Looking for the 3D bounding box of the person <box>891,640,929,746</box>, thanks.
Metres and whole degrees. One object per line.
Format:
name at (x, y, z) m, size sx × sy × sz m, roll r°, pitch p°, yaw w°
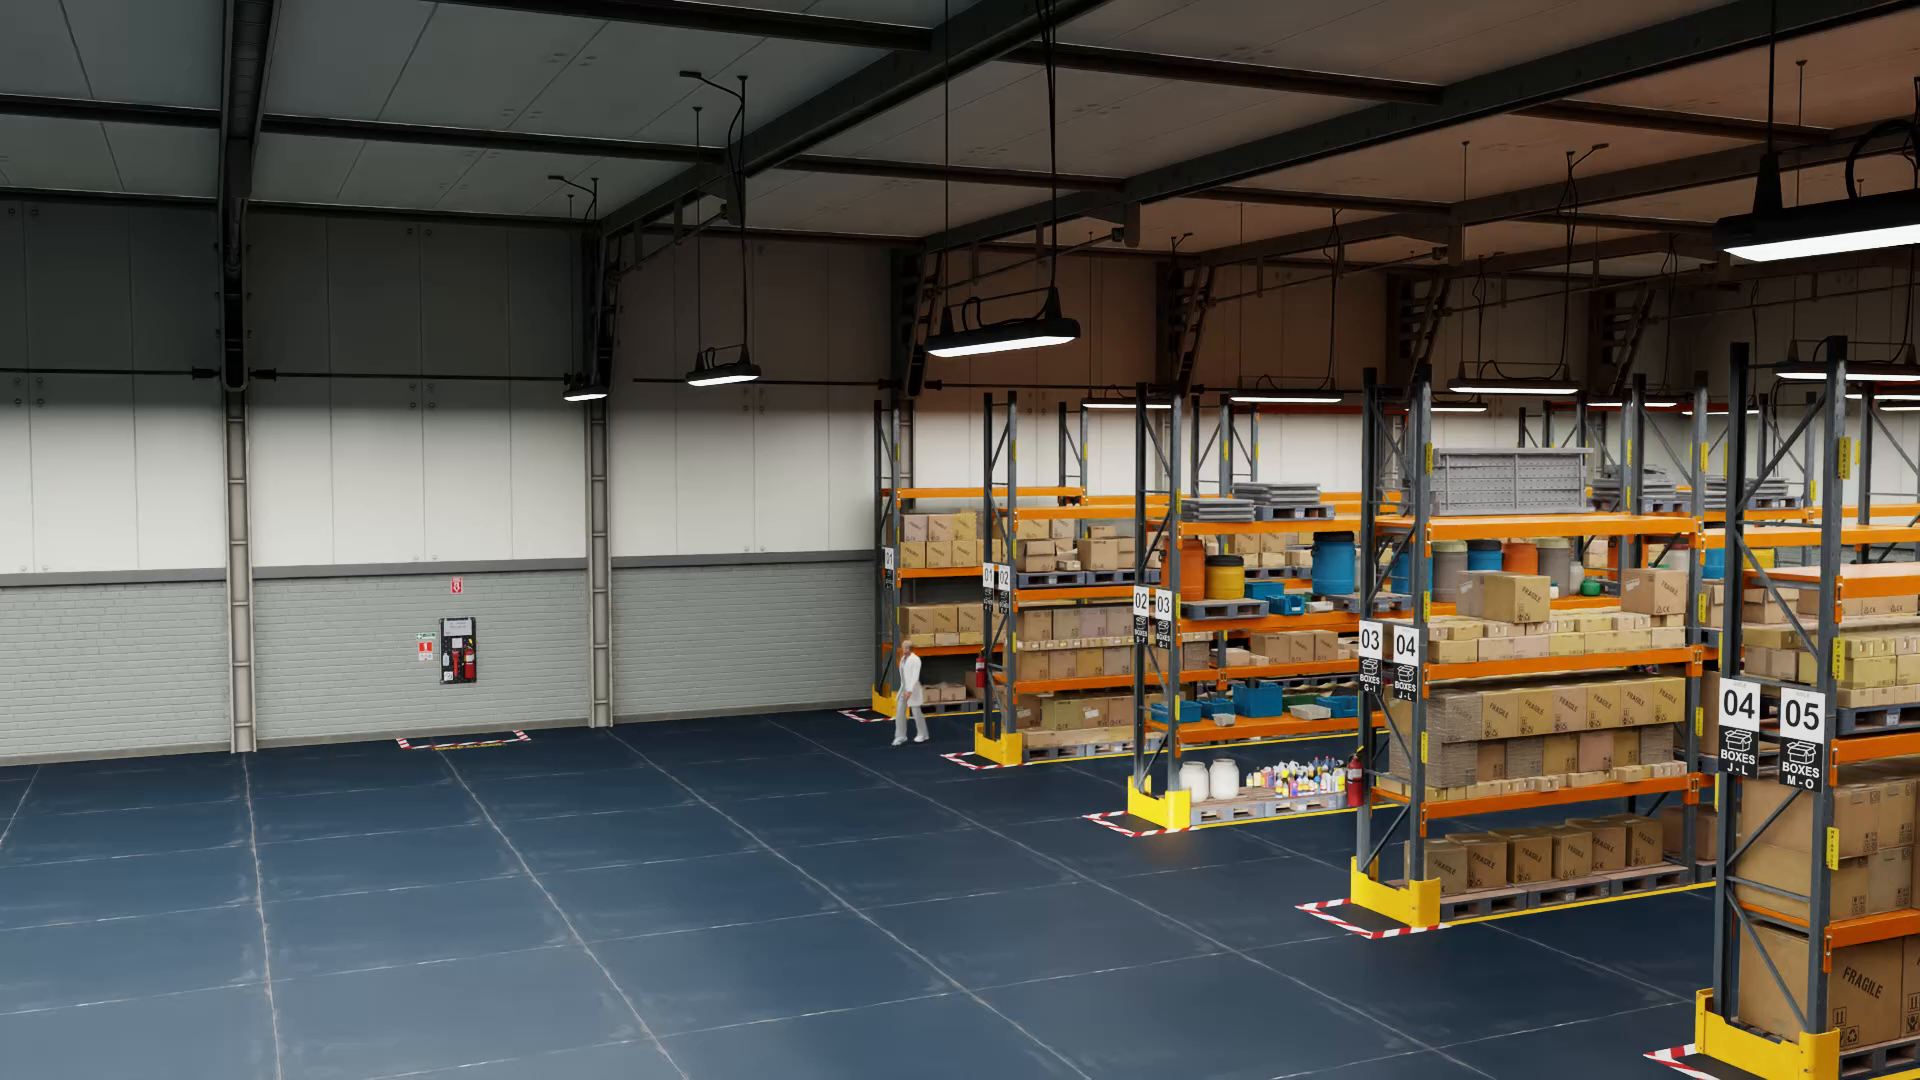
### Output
person at (-0.864, 2.641, 28.571) m, size 0.747 × 1.848 × 0.606 m, roll -3°, pitch 4°, yaw -39°
